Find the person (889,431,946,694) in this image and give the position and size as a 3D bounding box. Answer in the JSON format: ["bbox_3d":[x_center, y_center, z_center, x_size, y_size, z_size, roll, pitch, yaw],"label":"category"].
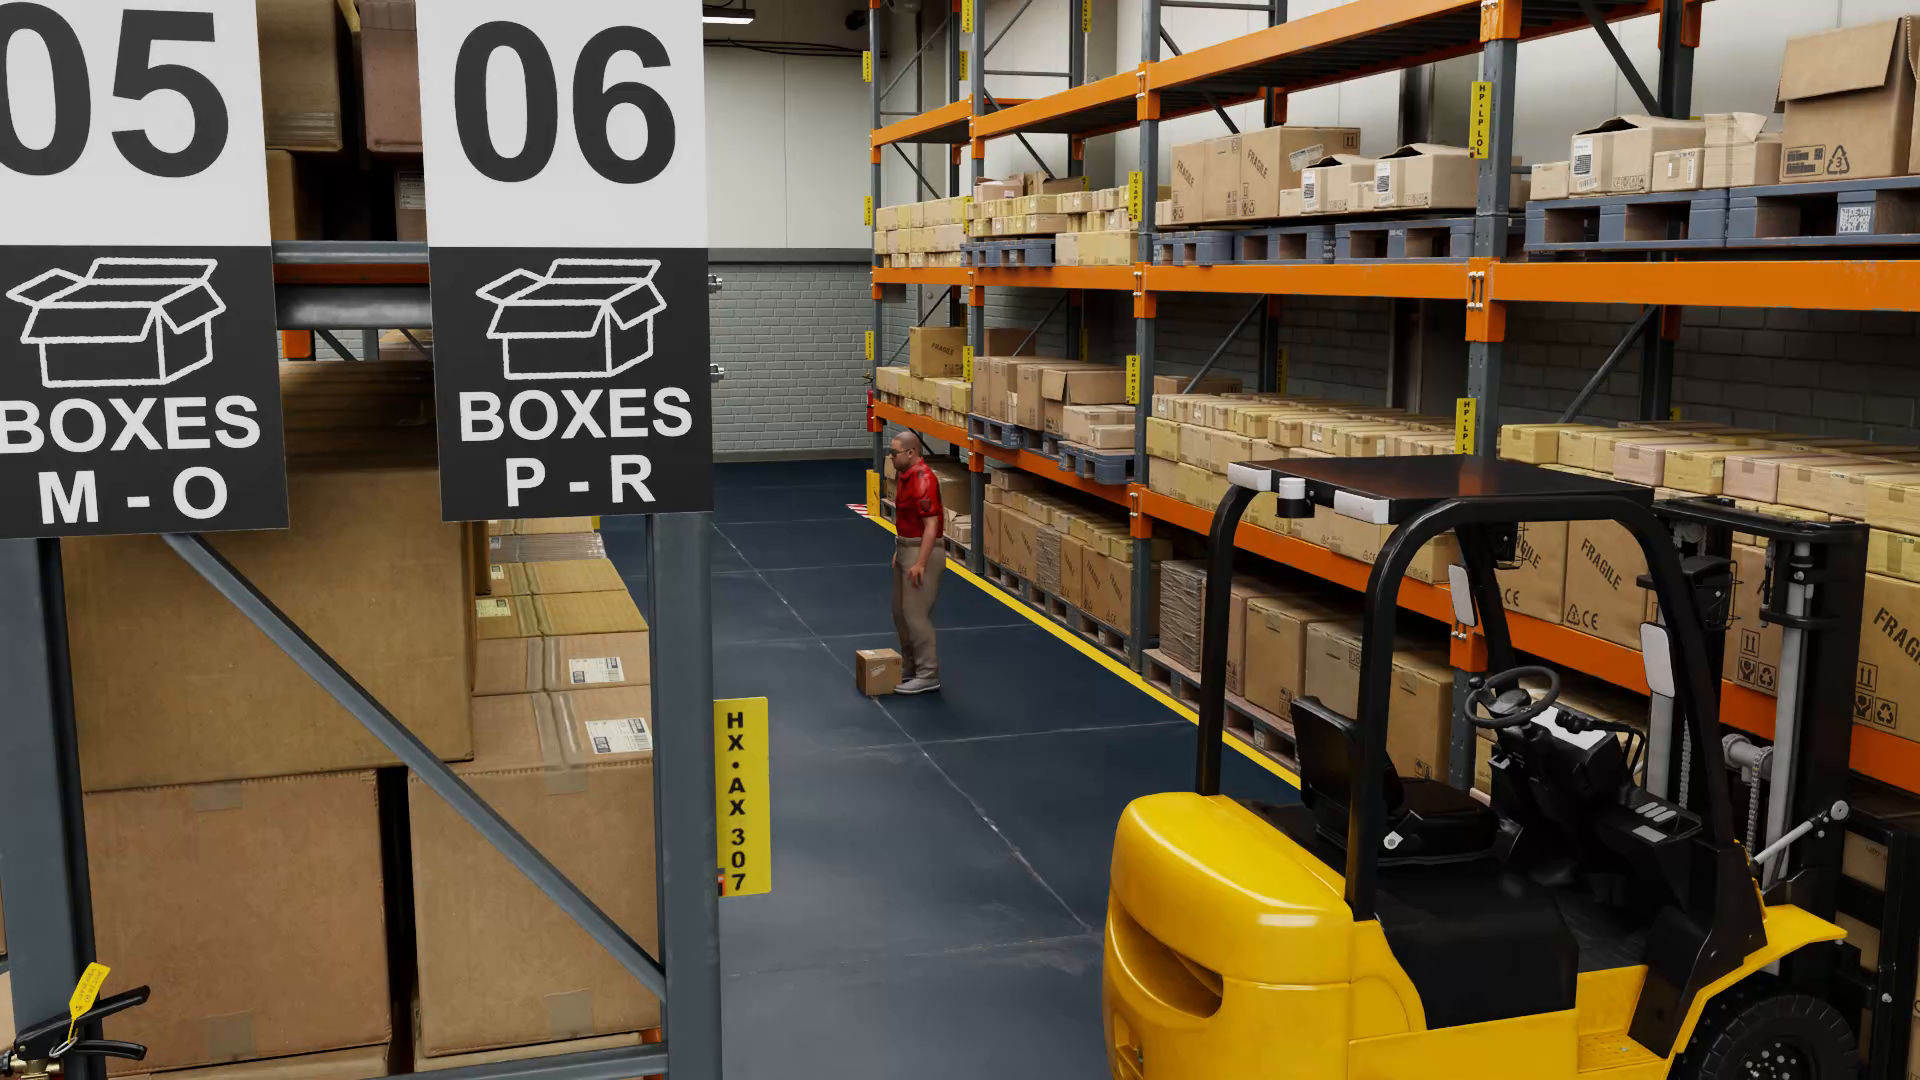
[{"bbox_3d":[-0.306,0.136,11.072,0.393,1.727,0.587,-3,10,-16],"label":"person"}]
